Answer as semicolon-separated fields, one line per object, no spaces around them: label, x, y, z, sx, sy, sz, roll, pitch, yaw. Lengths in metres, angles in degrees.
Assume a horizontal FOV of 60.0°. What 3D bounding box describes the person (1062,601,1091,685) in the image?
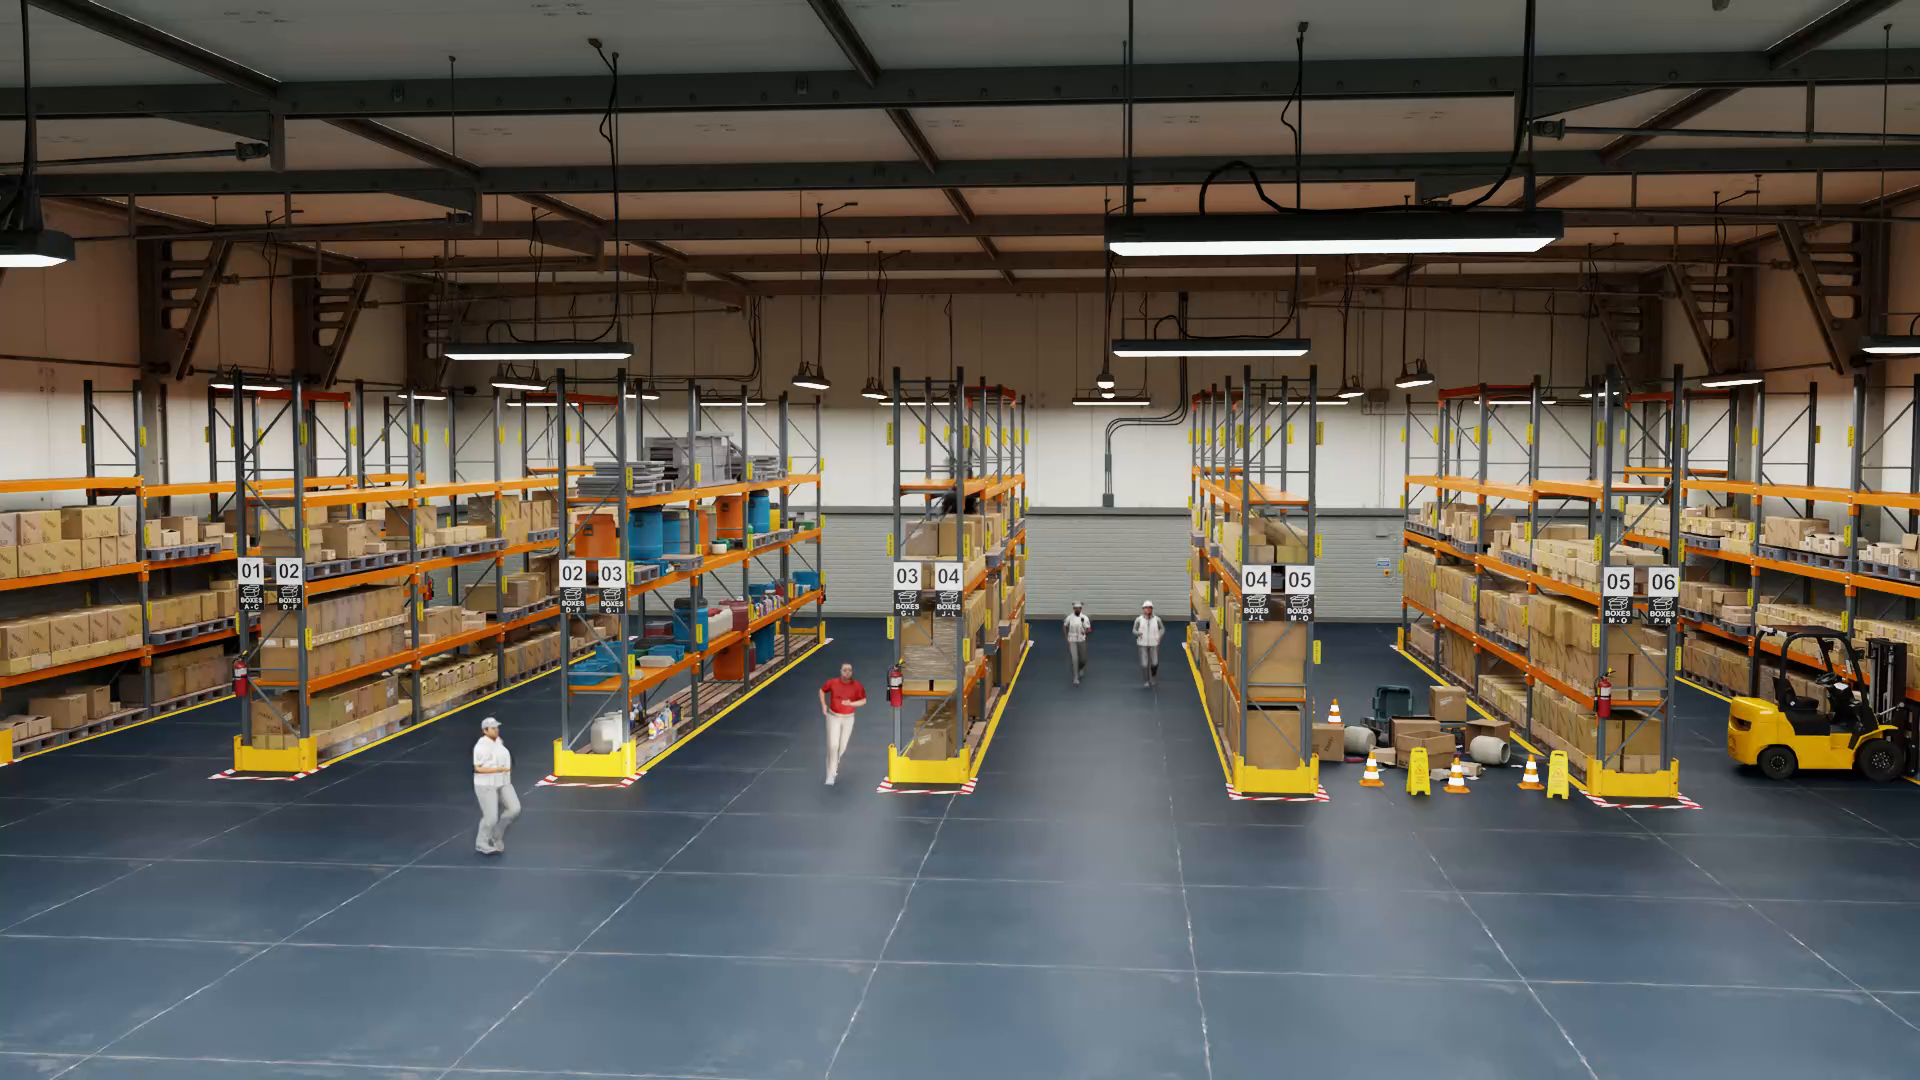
person;2.377;2.062;33.822;0.588;1.669;0.841;0;4;1

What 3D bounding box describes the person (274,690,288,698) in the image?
person;-11.707;2.296;28.711;0.701;1.784;1.034;0;4;-2

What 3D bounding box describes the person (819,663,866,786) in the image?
person;-1.703;2.668;24.233;0.648;1.786;0.765;-1;4;-15

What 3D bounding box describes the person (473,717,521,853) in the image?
person;-5.540;2.946;19.904;0.596;1.652;0.589;2;4;26

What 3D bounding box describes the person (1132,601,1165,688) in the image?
person;3.740;2.078;32.947;0.648;1.727;0.590;0;4;5
